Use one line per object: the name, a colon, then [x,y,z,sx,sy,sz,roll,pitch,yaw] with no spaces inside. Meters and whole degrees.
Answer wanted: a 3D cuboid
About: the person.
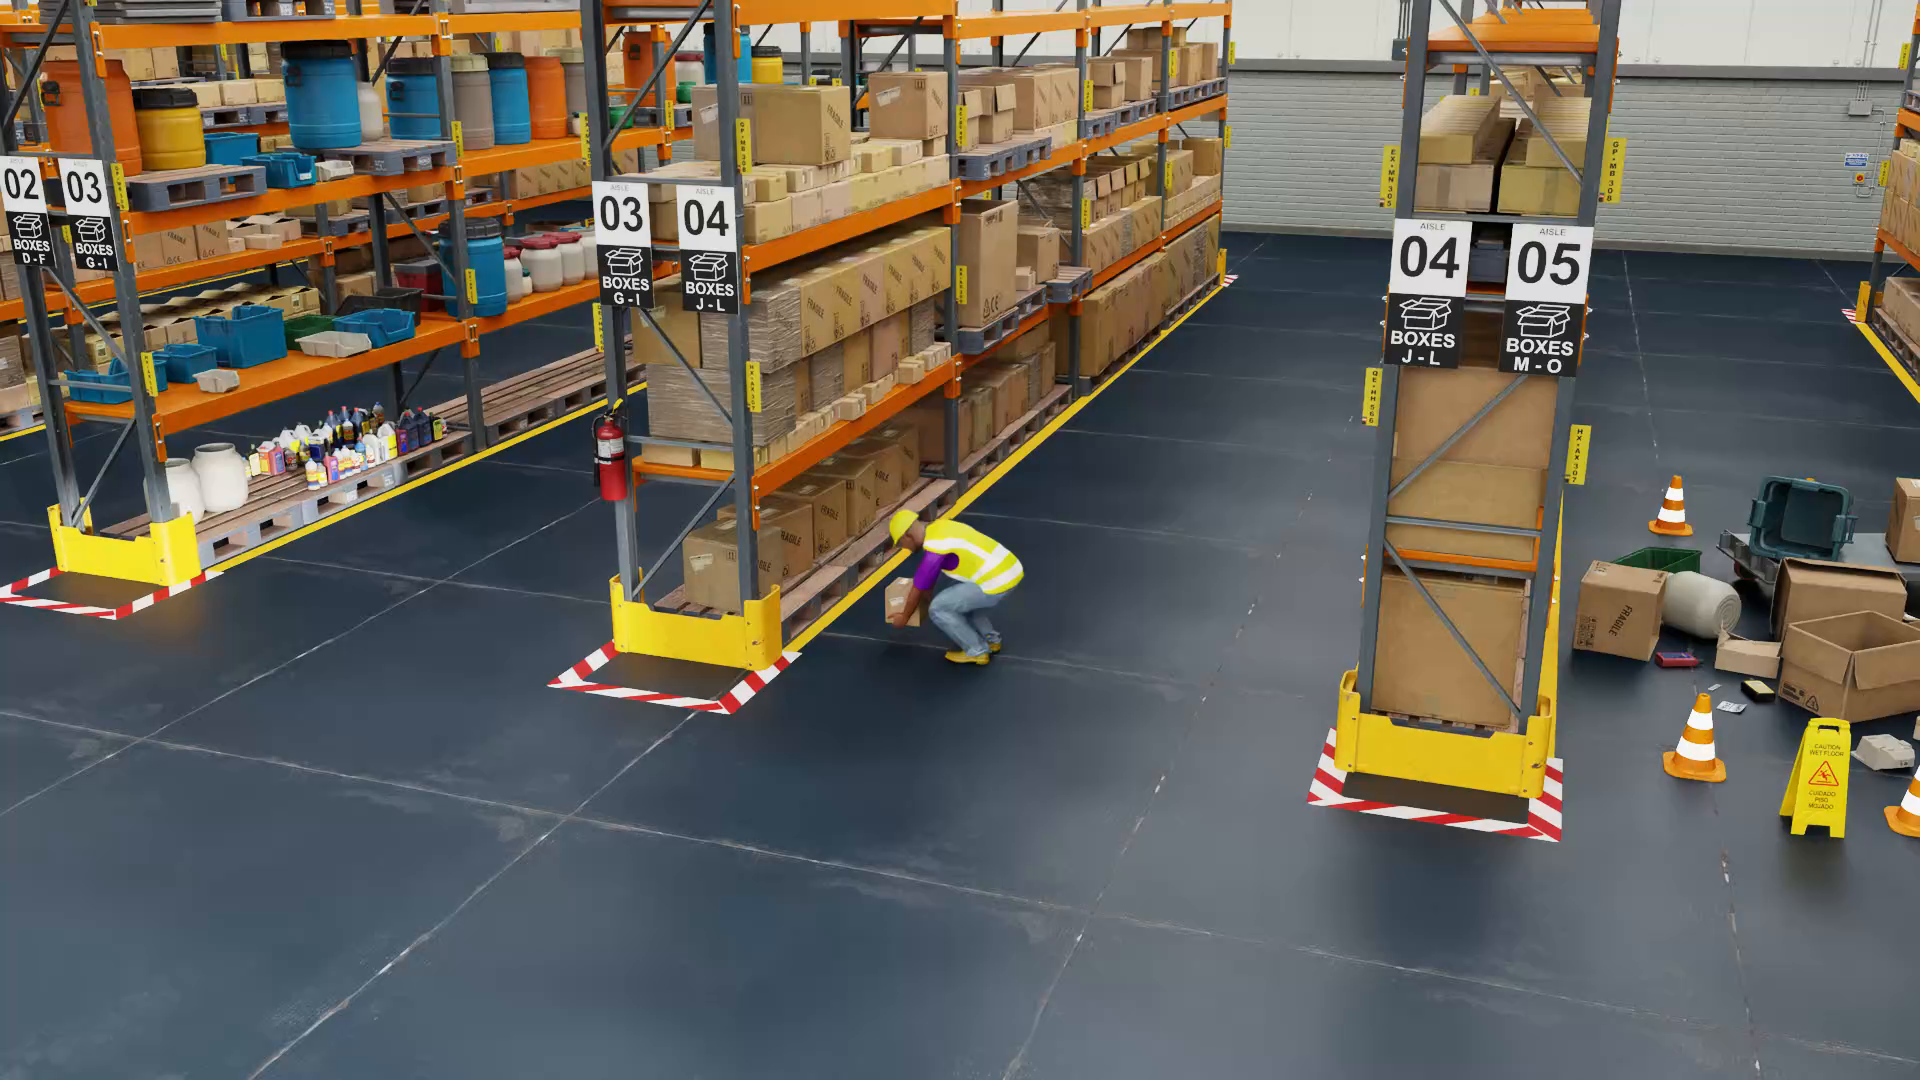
person: [-0.040,0.305,11.318,0.918,1.008,0.534,6,19,17]
